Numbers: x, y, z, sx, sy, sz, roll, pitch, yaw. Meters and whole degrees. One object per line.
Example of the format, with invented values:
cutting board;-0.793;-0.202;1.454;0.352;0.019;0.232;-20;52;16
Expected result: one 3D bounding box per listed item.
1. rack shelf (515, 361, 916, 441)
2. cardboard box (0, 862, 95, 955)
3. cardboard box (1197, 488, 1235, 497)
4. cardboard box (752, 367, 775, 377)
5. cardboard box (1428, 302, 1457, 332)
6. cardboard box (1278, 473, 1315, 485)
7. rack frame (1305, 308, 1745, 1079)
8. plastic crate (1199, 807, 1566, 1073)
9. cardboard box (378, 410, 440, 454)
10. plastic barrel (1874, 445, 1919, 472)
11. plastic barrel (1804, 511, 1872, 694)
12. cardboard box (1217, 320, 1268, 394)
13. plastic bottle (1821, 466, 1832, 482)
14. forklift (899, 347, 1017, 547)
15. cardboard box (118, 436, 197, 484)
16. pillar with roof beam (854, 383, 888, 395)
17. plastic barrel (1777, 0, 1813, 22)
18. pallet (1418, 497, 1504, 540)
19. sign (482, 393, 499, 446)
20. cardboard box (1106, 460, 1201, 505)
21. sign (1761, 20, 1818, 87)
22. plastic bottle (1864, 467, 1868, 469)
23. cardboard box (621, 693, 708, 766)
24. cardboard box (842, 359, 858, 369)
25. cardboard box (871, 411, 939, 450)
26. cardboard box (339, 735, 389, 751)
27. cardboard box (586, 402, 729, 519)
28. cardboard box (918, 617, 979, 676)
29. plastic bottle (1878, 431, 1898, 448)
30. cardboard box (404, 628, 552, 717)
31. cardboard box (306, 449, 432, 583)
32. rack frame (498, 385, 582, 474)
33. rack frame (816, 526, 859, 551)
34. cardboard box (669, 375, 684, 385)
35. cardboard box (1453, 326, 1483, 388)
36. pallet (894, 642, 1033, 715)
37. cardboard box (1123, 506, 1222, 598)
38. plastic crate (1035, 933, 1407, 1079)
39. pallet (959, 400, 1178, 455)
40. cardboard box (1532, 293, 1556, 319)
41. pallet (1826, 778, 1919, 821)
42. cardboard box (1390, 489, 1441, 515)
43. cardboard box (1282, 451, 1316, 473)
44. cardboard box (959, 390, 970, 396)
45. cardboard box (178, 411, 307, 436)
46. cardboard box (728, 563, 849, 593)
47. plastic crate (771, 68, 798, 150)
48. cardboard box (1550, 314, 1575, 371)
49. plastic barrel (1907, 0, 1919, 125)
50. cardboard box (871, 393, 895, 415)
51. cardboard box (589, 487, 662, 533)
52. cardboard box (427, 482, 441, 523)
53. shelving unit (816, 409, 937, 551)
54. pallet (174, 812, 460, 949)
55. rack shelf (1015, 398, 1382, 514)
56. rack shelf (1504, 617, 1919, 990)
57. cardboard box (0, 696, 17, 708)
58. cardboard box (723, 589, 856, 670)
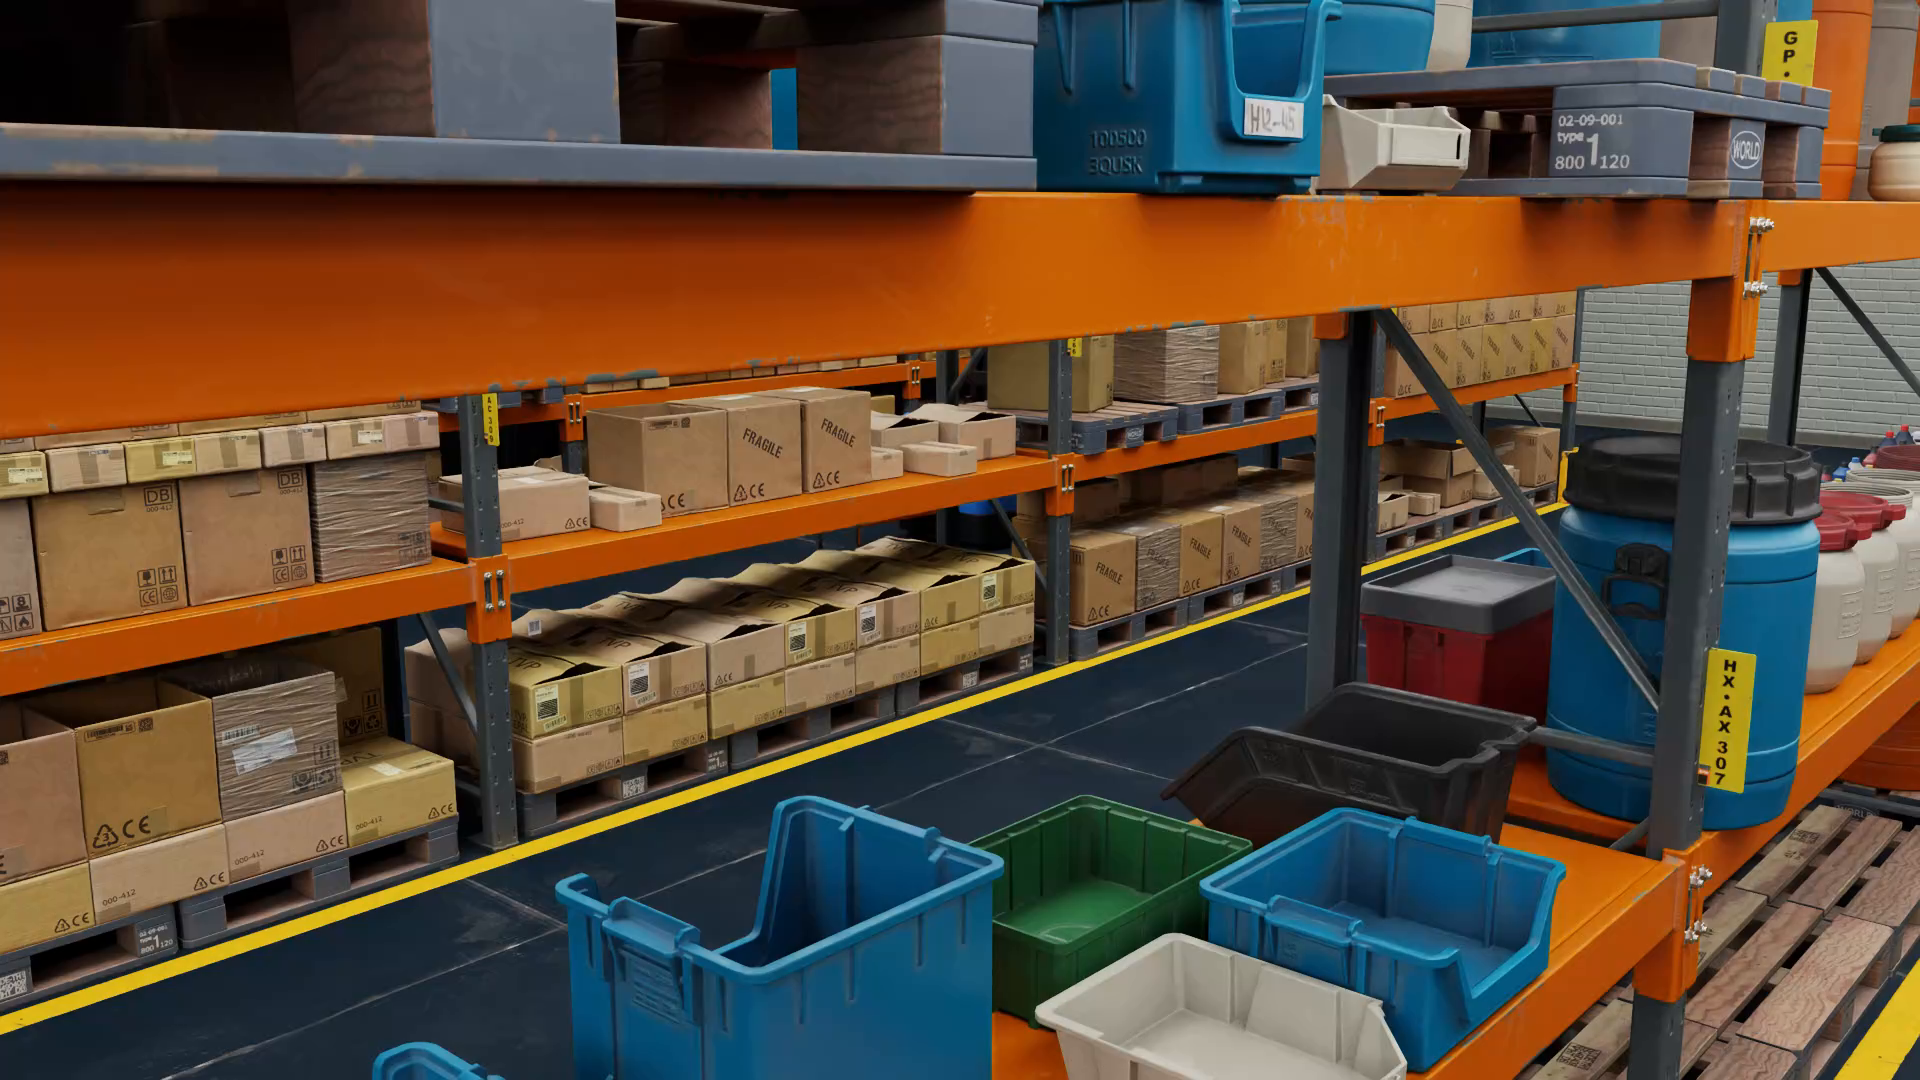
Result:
rack shelf;-2.142;-1.337;15.082;1.077;0.370;4.000;10;15;40
cardboard box;-3.507;1.293;6.025;0.500;0.250;0.500;10;15;40
cardboard box;1.721;-0.142;12.521;0.500;0.500;0.500;10;15;41
cardboard box;-1.887;-1.565;14.980;0.380;0.149;0.250;10;15;42
cardboard box;3.765;-1.992;13.719;0.500;0.500;0.500;9;15;39
cardboard box;2.792;-0.224;12.934;0.500;0.500;0.500;10;15;40
rack frame;1.340;0.474;4.179;1.000;3.000;0.127;10;15;40
plastic crate;0.813;0.745;3.203;0.499;0.251;0.616;10;15;40
cardboard box;-2.397;-0.466;6.976;0.380;0.149;0.250;10;15;40
plastic barrel;3.901;-0.074;6.574;0.600;0.536;0.708;10;15;40
plastic barrel;2.620;0.187;5.269;0.433;0.535;0.433;0;11;0
cardboard box;1.782;-1.331;11.889;0.700;0.500;0.500;6;13;26
plastic bottle;4.079;-0.206;7.881;0.061;0.283;0.133;10;15;40
forklift;0.881;-1.605;14.765;3.031;2.935;1.130;-11;16;-43
cardboard box;-3.070;-0.317;6.227;0.380;0.149;0.250;10;15;40
pillar with roof beam;2.225;-4.584;14.186;9.100;9.000;0.400;10;15;40
plastic barrel;2.376;-1.538;5.315;0.600;0.901;0.708;10;15;40
pallet;4.161;-0.258;14.962;1.003;0.211;1.213;10;15;40
sign;-1.961;-0.559;6.937;0.100;0.325;0.005;10;15;40
cardboard box;1.409;-0.441;12.104;0.500;0.250;0.500;9;15;39
sign;1.746;-0.928;3.520;0.100;0.325;0.005;10;15;40
plastic bottle;4.554;-0.266;8.392;0.097;0.201;0.097;0;11;0
cardboard box;-1.588;0.873;8.129;0.500;0.250;0.500;10;15;42
cardboard box;-1.185;-1.712;15.713;0.380;0.149;0.250;10;15;42
cardboard box;-0.474;-0.605;9.810;0.500;0.311;0.500;10;15;40
cardboard box;-2.913;1.005;7.471;0.500;0.250;0.500;10;15;40
cardboard box;-1.512;-0.404;8.322;0.500;0.500;0.500;-11;16;-43
cardboard box;-0.240;0.572;9.635;0.500;0.250;0.500;10;15;40
plastic bottle;4.818;-0.391;8.637;0.144;0.351;0.185;10;15;40
cardboard box;-2.327;0.604;8.045;0.500;0.311;0.500;10;15;40
cardboard box;-2.667;-0.150;7.047;0.700;0.500;0.500;9;15;39
rack frame;-3.462;-1.395;13.539;1.000;3.000;0.127;10;15;40
rack frame;-0.980;-0.371;13.197;0.032;1.125;0.500;-11;16;-43
cardboard box;-2.585;-1.417;14.240;0.380;0.149;0.250;10;15;40
cardboard box;4.111;-1.582;14.217;0.500;0.500;0.500;10;15;40
pallet;-0.311;0.728;10.027;1.003;0.211;1.213;10;15;40
cardboard box;1.453;0.074;11.442;0.500;0.500;0.500;10;15;40
plastic crate;0.458;0.875;2.845;0.530;0.136;0.437;10;15;40
pallet;0.656;-0.770;10.898;1.213;0.211;1.003;10;15;40
cardboard box;5.123;-2.296;15.241;0.500;0.500;0.500;10;15;42
pallet;4.469;1.132;8.006;1.003;0.211;1.213;10;15;40
cardboard box;3.905;-0.333;14.328;0.380;0.166;0.250;10;15;40
cardboard box;3.065;-0.454;14.086;0.500;0.500;0.500;10;15;40
cardboard box;0.024;-1.500;17.715;0.380;0.149;0.250;9;15;39
cardboard box;-2.999;-0.711;6.547;0.700;0.500;0.500;10;15;40
cardboard box;-0.983;0.304;9.546;0.500;0.311;0.500;9;15;39
plastic crate;-0.268;-0.720;2.540;0.392;0.384;0.575;10;15;40
cardboard box;5.451;-1.880;15.712;0.500;0.500;0.500;10;15;42
plastic barrel;4.357;-2.085;7.165;0.600;0.830;0.708;10;15;40
cardboard box;-1.153;-1.023;16.091;0.750;0.750;0.750;10;15;41
cardboard box;-1.640;-0.148;7.933;0.380;0.149;0.250;10;15;40
cardboard box;-4.325;-0.212;12.872;0.700;0.500;0.500;10;15;40
shelving unit;-0.616;-0.440;13.545;1.048;1.125;0.538;-11;16;-43
pallet;-2.935;1.312;7.103;1.003;0.211;1.213;10;15;40
rack shelf;1.582;-0.697;11.878;1.077;0.370;4.000;10;15;40
rack shelf;2.660;0.533;5.723;1.077;0.370;4.000;10;15;40
cardboard box;-3.908;0.857;6.298;0.500;0.500;0.500;10;15;40
cardboard box;-0.905;0.446;8.838;0.500;0.311;0.500;10;15;42
